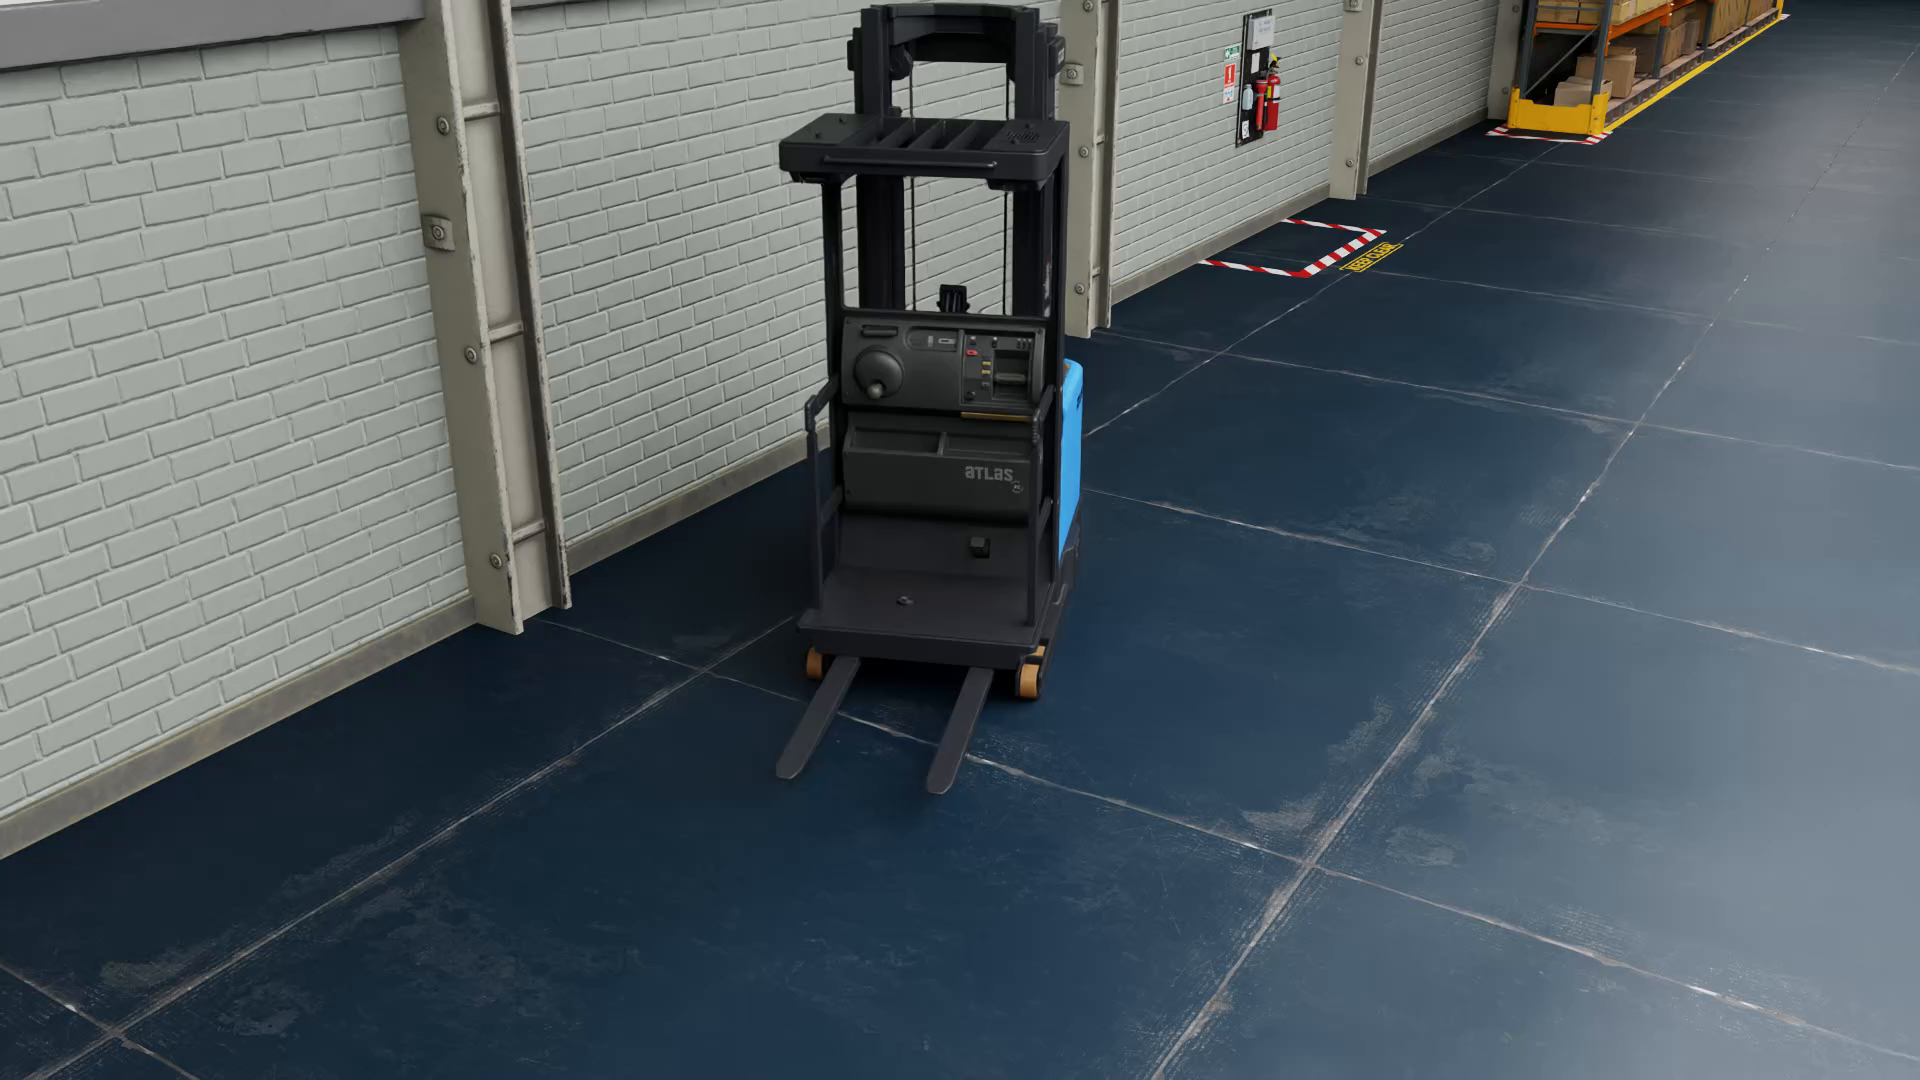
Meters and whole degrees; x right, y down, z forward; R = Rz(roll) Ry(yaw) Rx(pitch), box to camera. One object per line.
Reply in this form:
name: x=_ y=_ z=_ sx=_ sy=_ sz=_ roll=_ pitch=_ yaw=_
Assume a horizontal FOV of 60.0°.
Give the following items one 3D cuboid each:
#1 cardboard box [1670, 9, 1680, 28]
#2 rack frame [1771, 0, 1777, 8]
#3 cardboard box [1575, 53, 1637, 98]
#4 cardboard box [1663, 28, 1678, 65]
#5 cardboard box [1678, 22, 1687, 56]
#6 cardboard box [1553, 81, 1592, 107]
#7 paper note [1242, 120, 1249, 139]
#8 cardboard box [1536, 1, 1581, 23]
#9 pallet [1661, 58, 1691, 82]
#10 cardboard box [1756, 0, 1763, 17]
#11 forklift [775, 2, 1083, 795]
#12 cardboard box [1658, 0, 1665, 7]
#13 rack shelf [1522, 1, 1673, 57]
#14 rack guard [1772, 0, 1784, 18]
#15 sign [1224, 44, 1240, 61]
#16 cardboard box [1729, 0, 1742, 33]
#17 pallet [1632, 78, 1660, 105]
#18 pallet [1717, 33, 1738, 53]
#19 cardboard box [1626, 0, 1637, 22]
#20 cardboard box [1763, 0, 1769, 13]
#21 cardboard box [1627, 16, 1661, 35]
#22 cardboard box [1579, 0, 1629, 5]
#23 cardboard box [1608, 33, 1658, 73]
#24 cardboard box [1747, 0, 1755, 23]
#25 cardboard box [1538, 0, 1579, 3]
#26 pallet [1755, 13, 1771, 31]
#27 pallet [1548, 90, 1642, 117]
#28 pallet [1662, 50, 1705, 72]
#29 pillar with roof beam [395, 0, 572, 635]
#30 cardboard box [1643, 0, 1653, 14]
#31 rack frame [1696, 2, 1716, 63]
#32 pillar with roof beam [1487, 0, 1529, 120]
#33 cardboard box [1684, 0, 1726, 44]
cardboard box: x=10.916 y=-8.157 z=25.965 sx=0.500 sy=0.250 sz=0.500 roll=14 pitch=27 yaw=29
rack frame: x=16.093 y=-12.066 z=33.345 sx=1.000 sy=3.000 sz=0.127 roll=14 pitch=27 yaw=29
cardboard box: x=8.824 y=-6.364 z=22.769 sx=0.700 sy=0.500 sz=0.500 roll=12 pitch=26 yaw=26
cardboard box: x=10.670 y=-7.671 z=25.786 sx=0.700 sy=0.500 sz=0.500 roll=14 pitch=27 yaw=30
cardboard box: x=11.167 y=-8.017 z=26.586 sx=0.700 sy=0.500 sz=0.500 roll=14 pitch=27 yaw=29
cardboard box: x=8.094 y=-5.848 z=21.814 sx=0.500 sy=0.311 sz=0.500 roll=11 pitch=26 yaw=23
paper note: x=2.634 y=-3.782 z=15.320 sx=0.016 sy=0.148 sz=0.142 roll=14 pitch=27 yaw=29
cardboard box: x=7.735 y=-6.804 z=21.355 sx=0.500 sy=0.250 sz=0.500 roll=14 pitch=27 yaw=30
pallet: x=10.815 y=-7.412 z=26.106 sx=1.003 sy=0.211 sz=1.213 roll=14 pitch=27 yaw=29
cardboard box: x=15.005 y=-10.334 z=31.963 sx=0.700 sy=0.500 sz=0.500 roll=15 pitch=27 yaw=30
forklift: x=-0.117 y=-0.775 z=7.350 sx=1.130 sy=2.935 sz=3.031 roll=4 pitch=24 yaw=10
cardboard box: x=9.501 y=-7.566 z=23.115 sx=0.500 sy=0.250 sz=0.500 roll=14 pitch=27 yaw=29
rack shelf: x=8.708 y=-7.010 z=22.573 sx=1.077 sy=0.370 sz=4.000 roll=14 pitch=27 yaw=29
rack guard: x=16.105 y=-10.927 z=33.861 sx=1.175 sy=0.500 sz=0.348 roll=14 pitch=27 yaw=29
sign: x=2.417 y=-4.326 z=14.755 sx=0.001 sy=0.109 sz=0.331 roll=14 pitch=27 yaw=29
cardboard box: x=13.284 y=-9.375 z=29.306 sx=0.750 sy=0.750 sz=0.750 roll=15 pitch=27 yaw=31
pallet: x=9.439 y=-6.502 z=24.003 sx=1.003 sy=0.211 sz=1.213 roll=14 pitch=27 yaw=29
pallet: x=12.997 y=-8.746 z=29.188 sx=1.003 sy=0.211 sz=1.213 roll=14 pitch=27 yaw=29
cardboard box: x=8.442 y=-6.882 z=21.536 sx=0.500 sy=0.250 sz=0.500 roll=13 pitch=27 yaw=27
cardboard box: x=15.545 y=-10.685 z=32.774 sx=0.700 sy=0.500 sz=0.500 roll=14 pitch=27 yaw=29
cardboard box: x=10.366 y=-7.816 z=25.177 sx=0.500 sy=0.250 sz=0.500 roll=13 pitch=27 yaw=28
cardboard box: x=8.160 y=-7.048 z=20.975 sx=0.500 sy=0.500 sz=0.500 roll=14 pitch=27 yaw=29
cardboard box: x=10.137 y=-7.322 z=24.981 sx=0.700 sy=0.500 sz=0.500 roll=15 pitch=28 yaw=31
cardboard box: x=14.464 y=-9.992 z=31.174 sx=0.700 sy=0.500 sz=0.500 roll=14 pitch=27 yaw=30
cardboard box: x=7.721 y=-7.154 z=21.218 sx=0.500 sy=0.500 sz=0.500 roll=14 pitch=27 yaw=28
pallet: x=15.093 y=-10.090 z=32.291 sx=1.003 sy=0.211 sz=1.213 roll=14 pitch=27 yaw=29
pallet: x=8.796 y=-6.088 z=23.048 sx=1.003 sy=0.211 sz=1.213 roll=14 pitch=27 yaw=29
pallet: x=11.459 y=-7.822 z=27.054 sx=1.003 sy=0.211 sz=1.213 roll=14 pitch=27 yaw=29
pillar with roof beam: x=1.450 y=-2.859 z=4.526 sx=9.100 sy=9.000 sz=0.400 roll=14 pitch=27 yaw=29
cardboard box: x=8.984 y=-7.223 z=22.323 sx=0.500 sy=0.250 sz=0.500 roll=14 pitch=27 yaw=29
rack frame: x=11.873 y=-9.366 z=27.108 sx=1.000 sy=3.000 sz=0.127 roll=14 pitch=27 yaw=29
pillar with roof beam: x=10.945 y=-8.934 z=18.560 sx=9.100 sy=9.000 sz=0.400 roll=14 pitch=27 yaw=29
cardboard box: x=12.372 y=-8.792 z=27.962 sx=0.750 sy=0.750 sz=0.750 roll=13 pitch=27 yaw=28
